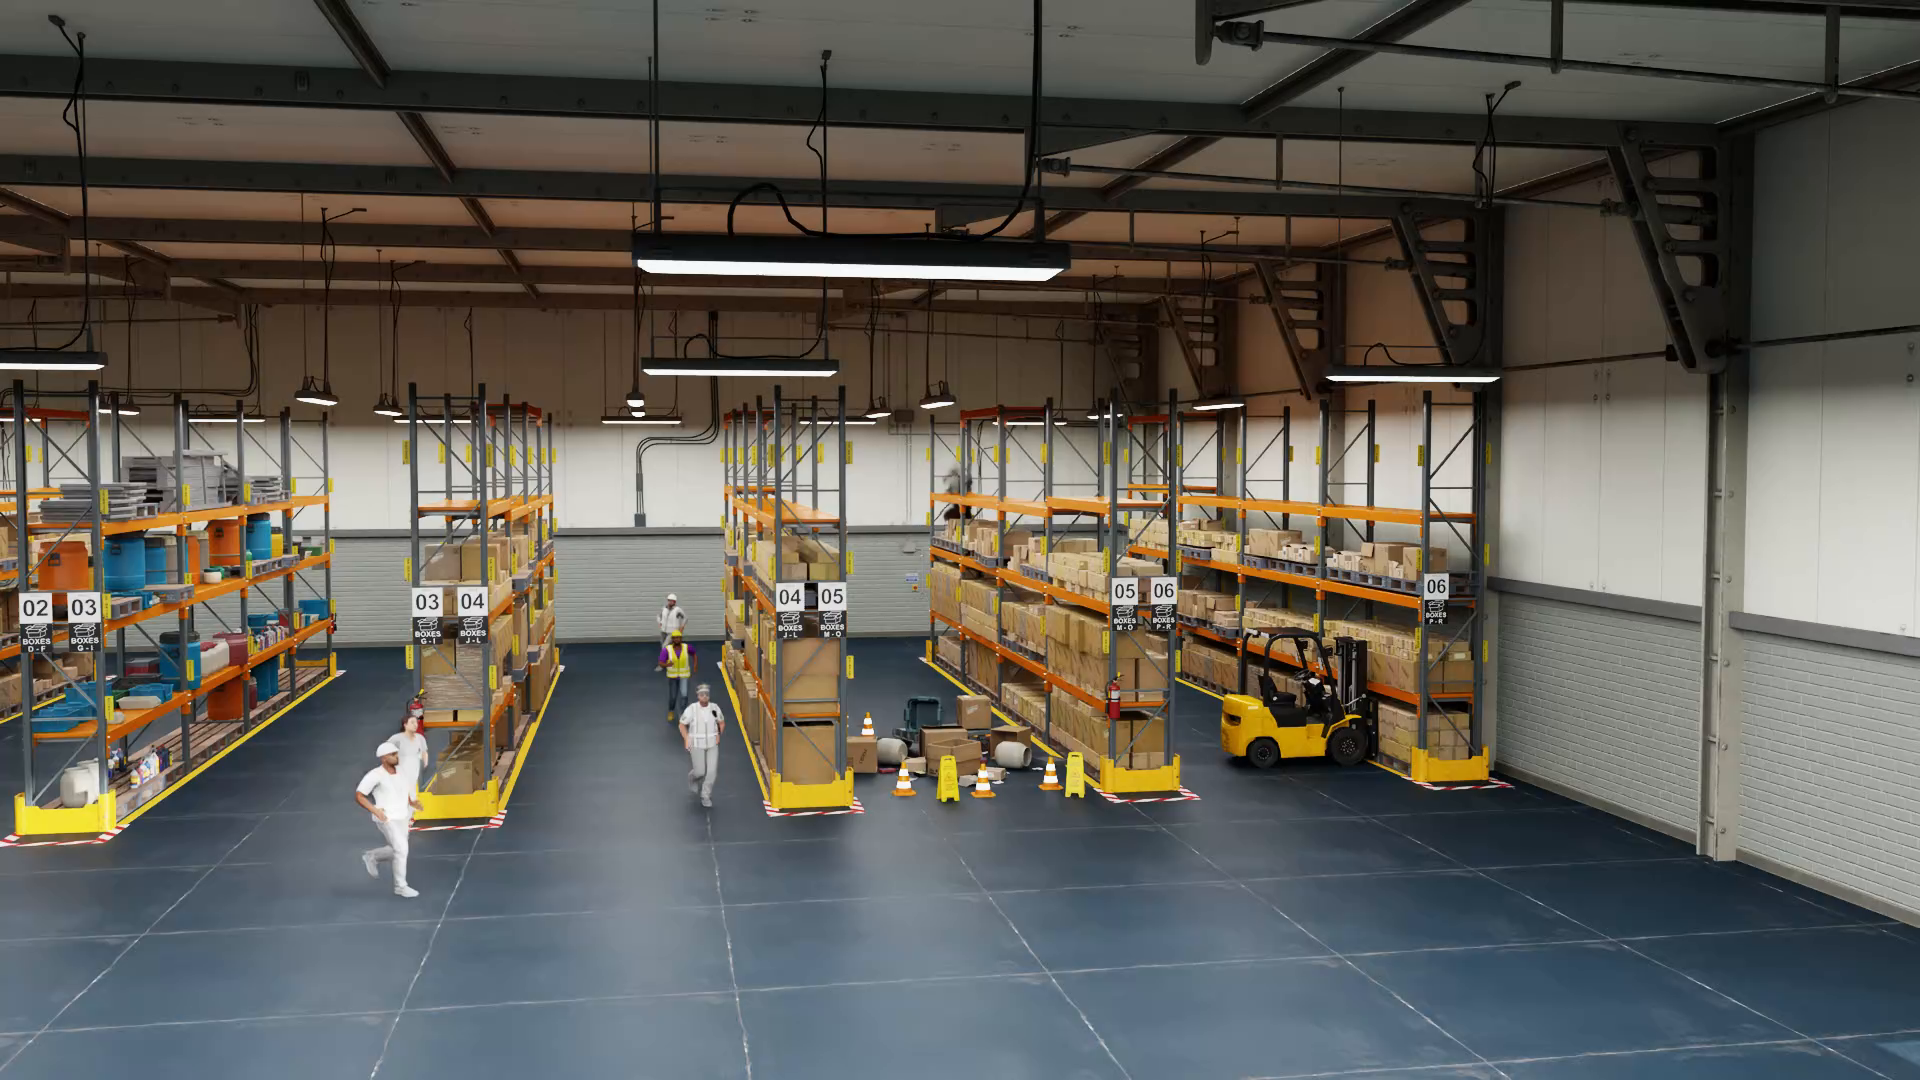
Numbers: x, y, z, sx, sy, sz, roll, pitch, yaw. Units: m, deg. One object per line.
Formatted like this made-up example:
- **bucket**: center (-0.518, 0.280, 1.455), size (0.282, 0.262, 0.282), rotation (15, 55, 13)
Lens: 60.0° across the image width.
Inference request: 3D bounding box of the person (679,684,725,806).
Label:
- **person**: center (-3.686, 2.936, 23.904), size (0.665, 1.735, 0.603), rotation (-1, 3, -22)

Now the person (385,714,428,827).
- **person**: center (-7.133, 3.084, 21.511), size (0.667, 1.689, 0.549), rotation (2, 3, 34)

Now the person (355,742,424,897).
- **person**: center (-6.542, 3.180, 18.986), size (0.799, 1.748, 0.700), rotation (1, 3, 18)

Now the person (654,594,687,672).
- **person**: center (-6.802, 2.156, 38.847), size (0.733, 1.777, 0.898), rotation (1, 3, 18)

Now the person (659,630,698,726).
- **person**: center (-5.213, 2.561, 30.781), size (0.710, 1.811, 0.913), rotation (-1, 3, -10)
